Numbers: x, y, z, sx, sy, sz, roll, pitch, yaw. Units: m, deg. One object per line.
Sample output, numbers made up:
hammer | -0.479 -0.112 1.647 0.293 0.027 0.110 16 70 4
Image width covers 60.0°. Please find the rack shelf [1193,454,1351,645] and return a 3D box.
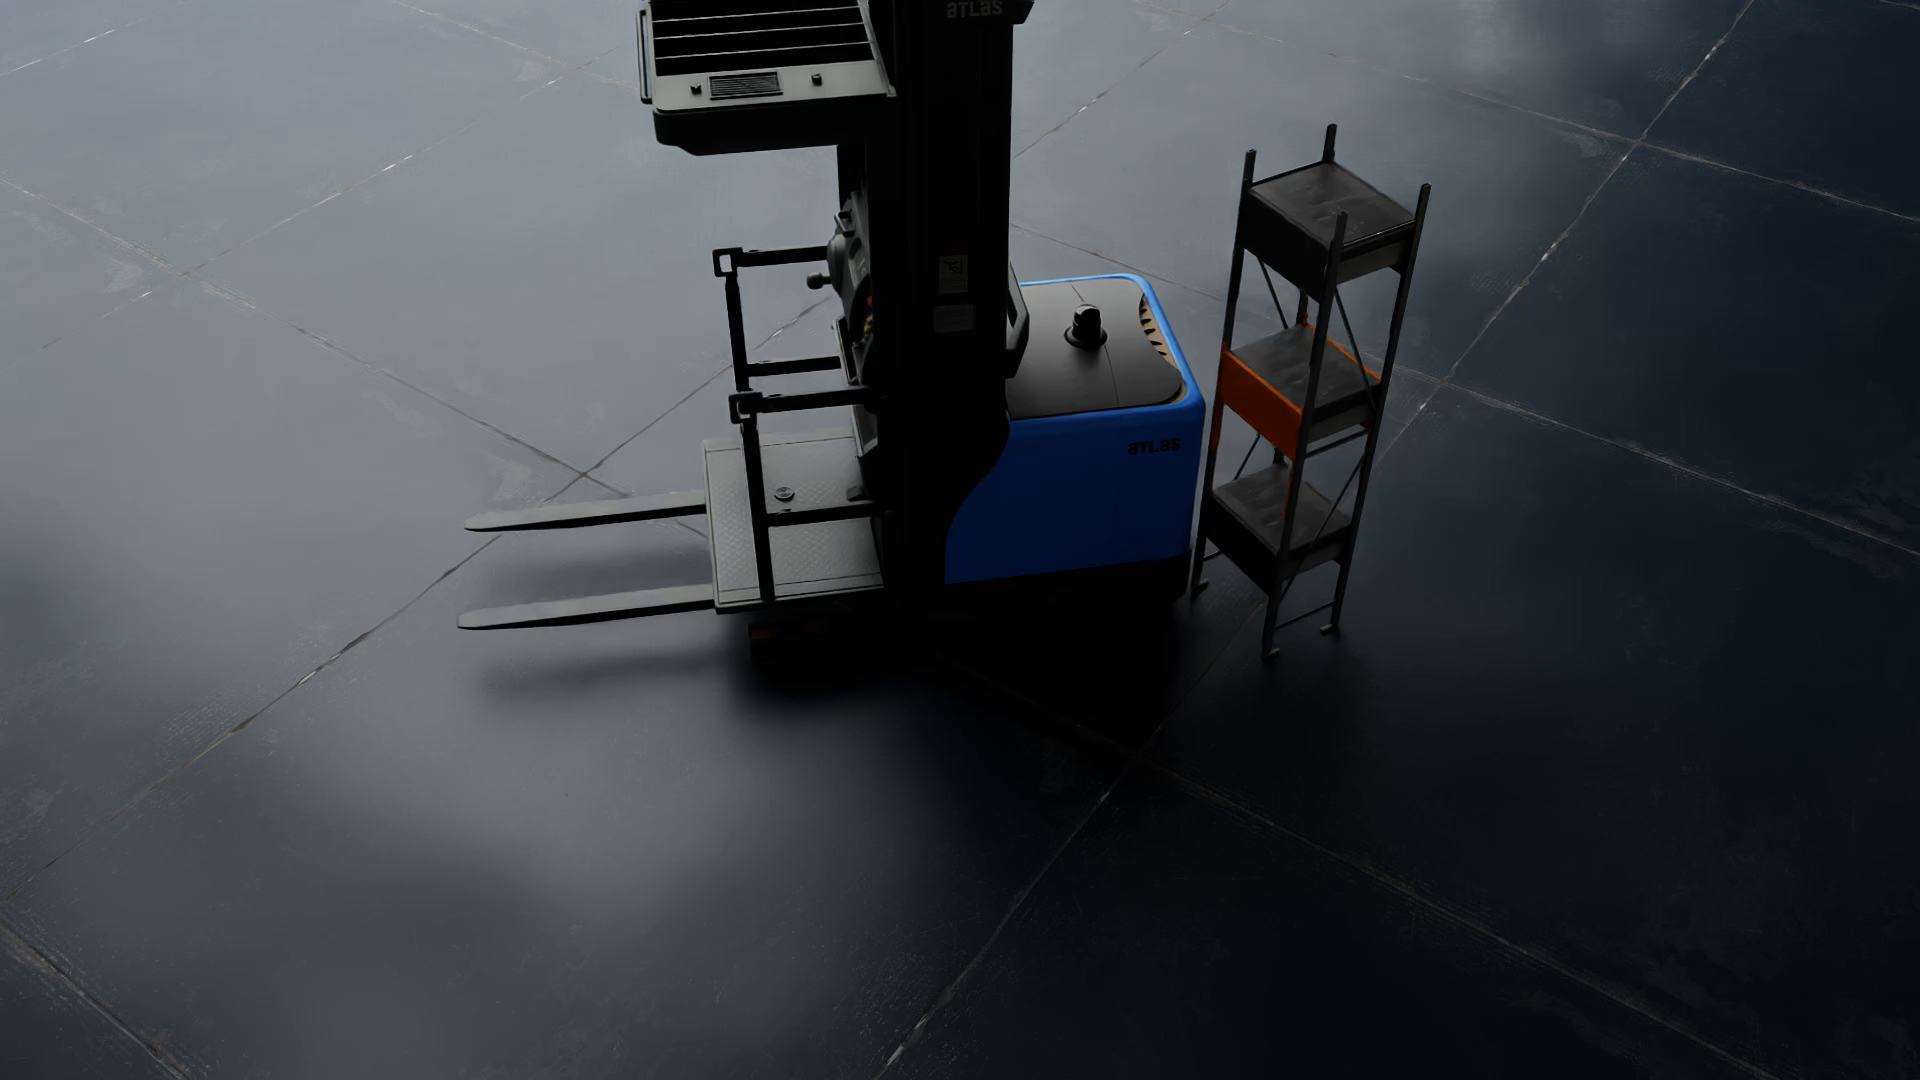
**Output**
rack shelf | 1.300 0.031 6.899 0.431 0.518 0.480 -21 46 -22

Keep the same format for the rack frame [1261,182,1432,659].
rack frame | 1.424 -0.361 6.266 0.400 2.100 0.015 -21 46 -22

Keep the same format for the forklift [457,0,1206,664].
forklift | -0.594 -0.964 6.317 3.031 2.935 1.130 -7 42 -7

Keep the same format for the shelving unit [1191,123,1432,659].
shelving unit | 1.300 -0.501 6.423 0.431 2.100 0.503 -21 46 -22

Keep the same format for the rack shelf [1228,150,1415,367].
rack shelf | 1.300 -1.012 5.965 0.431 0.518 0.480 -21 46 -22

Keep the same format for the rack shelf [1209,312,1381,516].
rack shelf | 1.300 -0.491 6.432 0.431 0.518 0.480 -21 46 -22

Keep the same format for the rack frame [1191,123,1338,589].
rack frame | 1.176 -0.641 6.580 0.400 2.100 0.015 -21 46 -22
